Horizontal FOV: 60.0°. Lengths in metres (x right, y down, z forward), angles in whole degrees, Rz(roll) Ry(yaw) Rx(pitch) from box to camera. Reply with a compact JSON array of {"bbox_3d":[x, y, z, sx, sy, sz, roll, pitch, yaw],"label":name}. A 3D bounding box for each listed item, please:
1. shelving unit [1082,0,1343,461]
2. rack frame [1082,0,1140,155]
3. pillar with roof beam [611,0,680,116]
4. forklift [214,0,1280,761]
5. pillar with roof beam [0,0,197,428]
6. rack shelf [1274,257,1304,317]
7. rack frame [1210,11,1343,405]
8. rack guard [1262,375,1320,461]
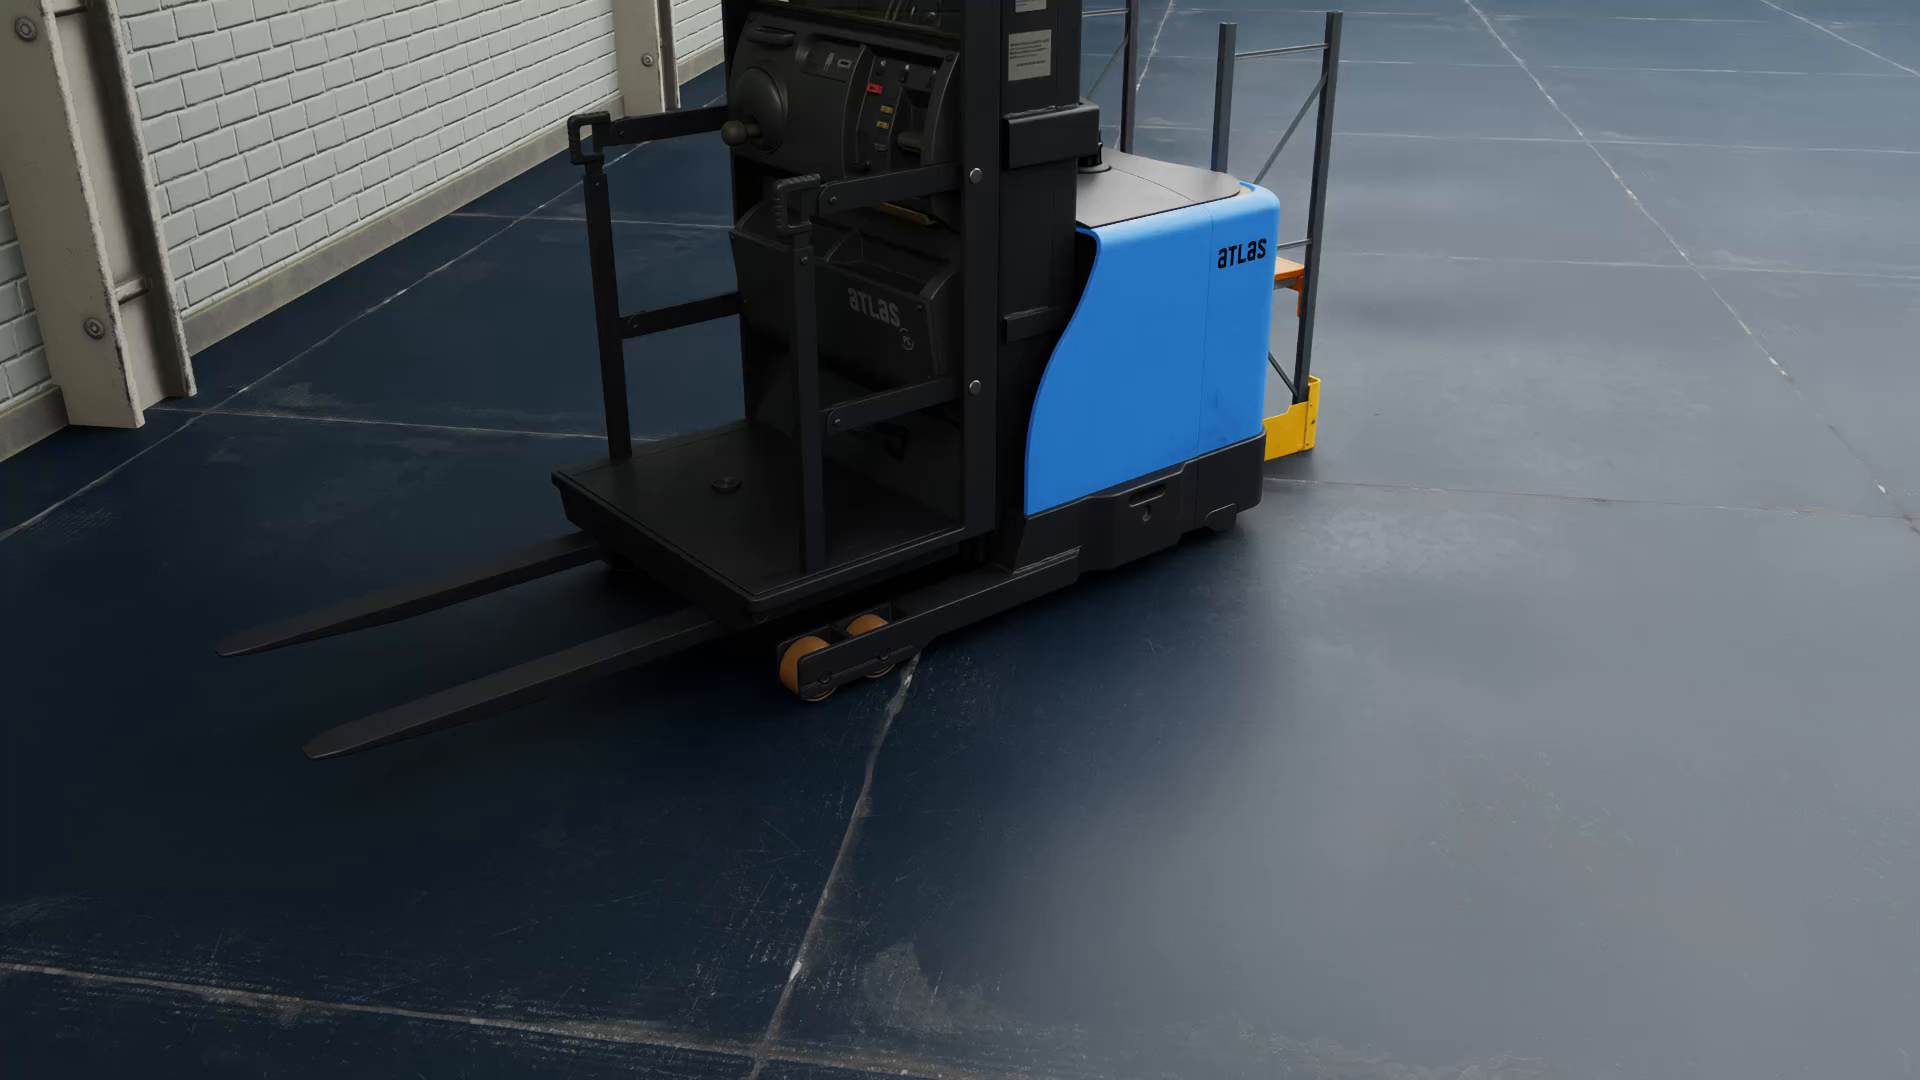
[{"bbox_3d":[0.735,-1.136,5.907,0.587,1.500,1.083,-16,29,-30],"label":"shelving unit"},{"bbox_3d":[0.448,-1.318,6.296,0.500,1.500,0.032,-16,29,-30],"label":"rack frame"},{"bbox_3d":[2.074,-6.792,9.146,9.100,9.000,0.400,4,25,9],"label":"pillar with roof beam"},{"bbox_3d":[-0.486,-1.157,4.265,3.031,2.935,1.130,-19,31,-35],"label":"forklift"},{"bbox_3d":[1.093,-4.283,3.784,9.100,9.000,0.400,4,25,9],"label":"pillar with roof beam"},{"bbox_3d":[0.730,-0.976,5.990,0.538,0.185,1.000,-16,29,-30],"label":"rack shelf"},{"bbox_3d":[1.013,-0.960,5.531,0.500,1.500,0.032,-16,29,-30],"label":"rack frame"},{"bbox_3d":[1.012,-0.394,5.797,0.587,0.250,0.087,-16,29,-30],"label":"rack guard"}]
